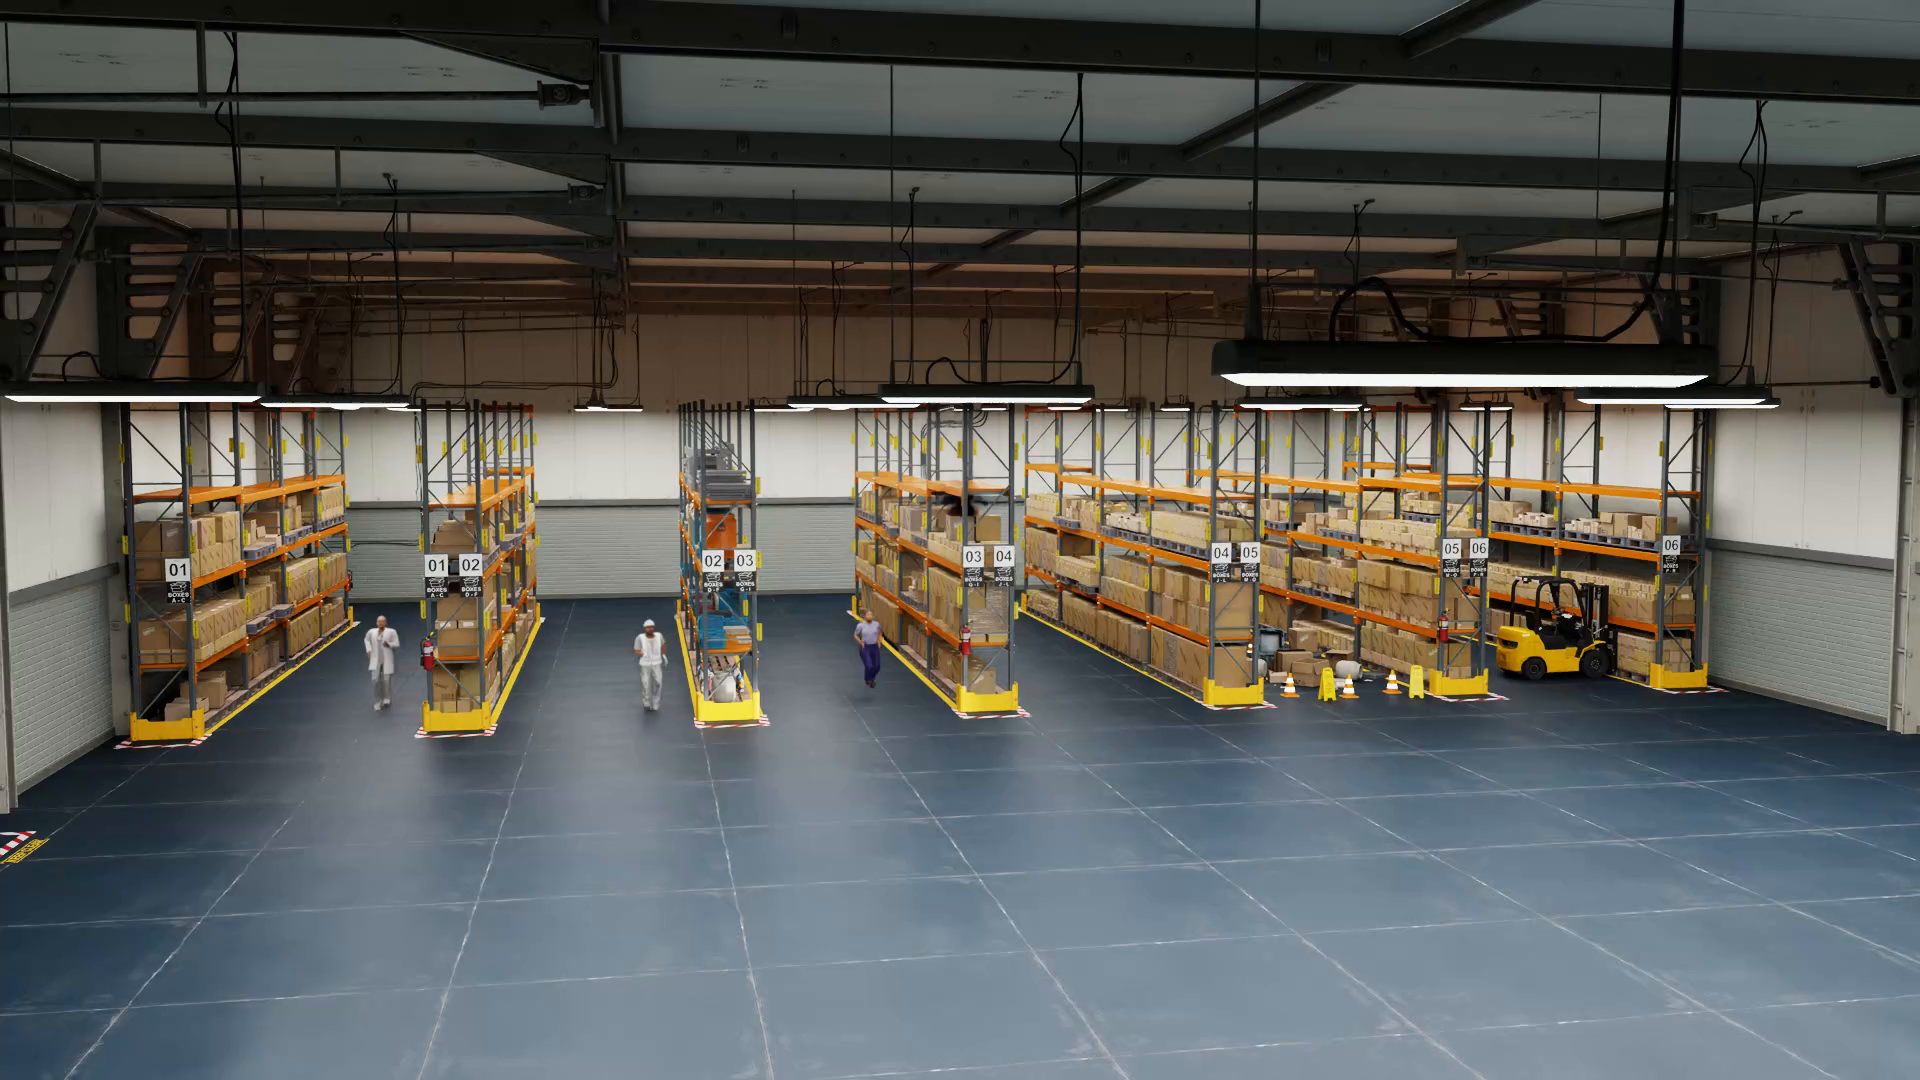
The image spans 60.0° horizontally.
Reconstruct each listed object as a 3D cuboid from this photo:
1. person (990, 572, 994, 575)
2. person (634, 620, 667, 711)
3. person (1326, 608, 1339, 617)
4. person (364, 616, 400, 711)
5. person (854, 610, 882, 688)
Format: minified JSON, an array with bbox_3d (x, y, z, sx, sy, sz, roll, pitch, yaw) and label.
[{"bbox_3d":[1.092,1.178,49.408,0.613,1.694,0.799,-4,6,-42],"label":"person"},{"bbox_3d":[-5.950,2.418,32.057,0.662,1.774,0.785,-1,5,-19],"label":"person"},{"bbox_3d":[10.212,1.458,45.984,0.546,1.665,1.079,-2,5,-20],"label":"person"},{"bbox_3d":[-11.257,2.394,32.382,0.682,1.841,0.801,-1,4,-13],"label":"person"},{"bbox_3d":[-1.826,2.209,33.441,0.586,1.614,0.526,-1,5,-18],"label":"person"}]
